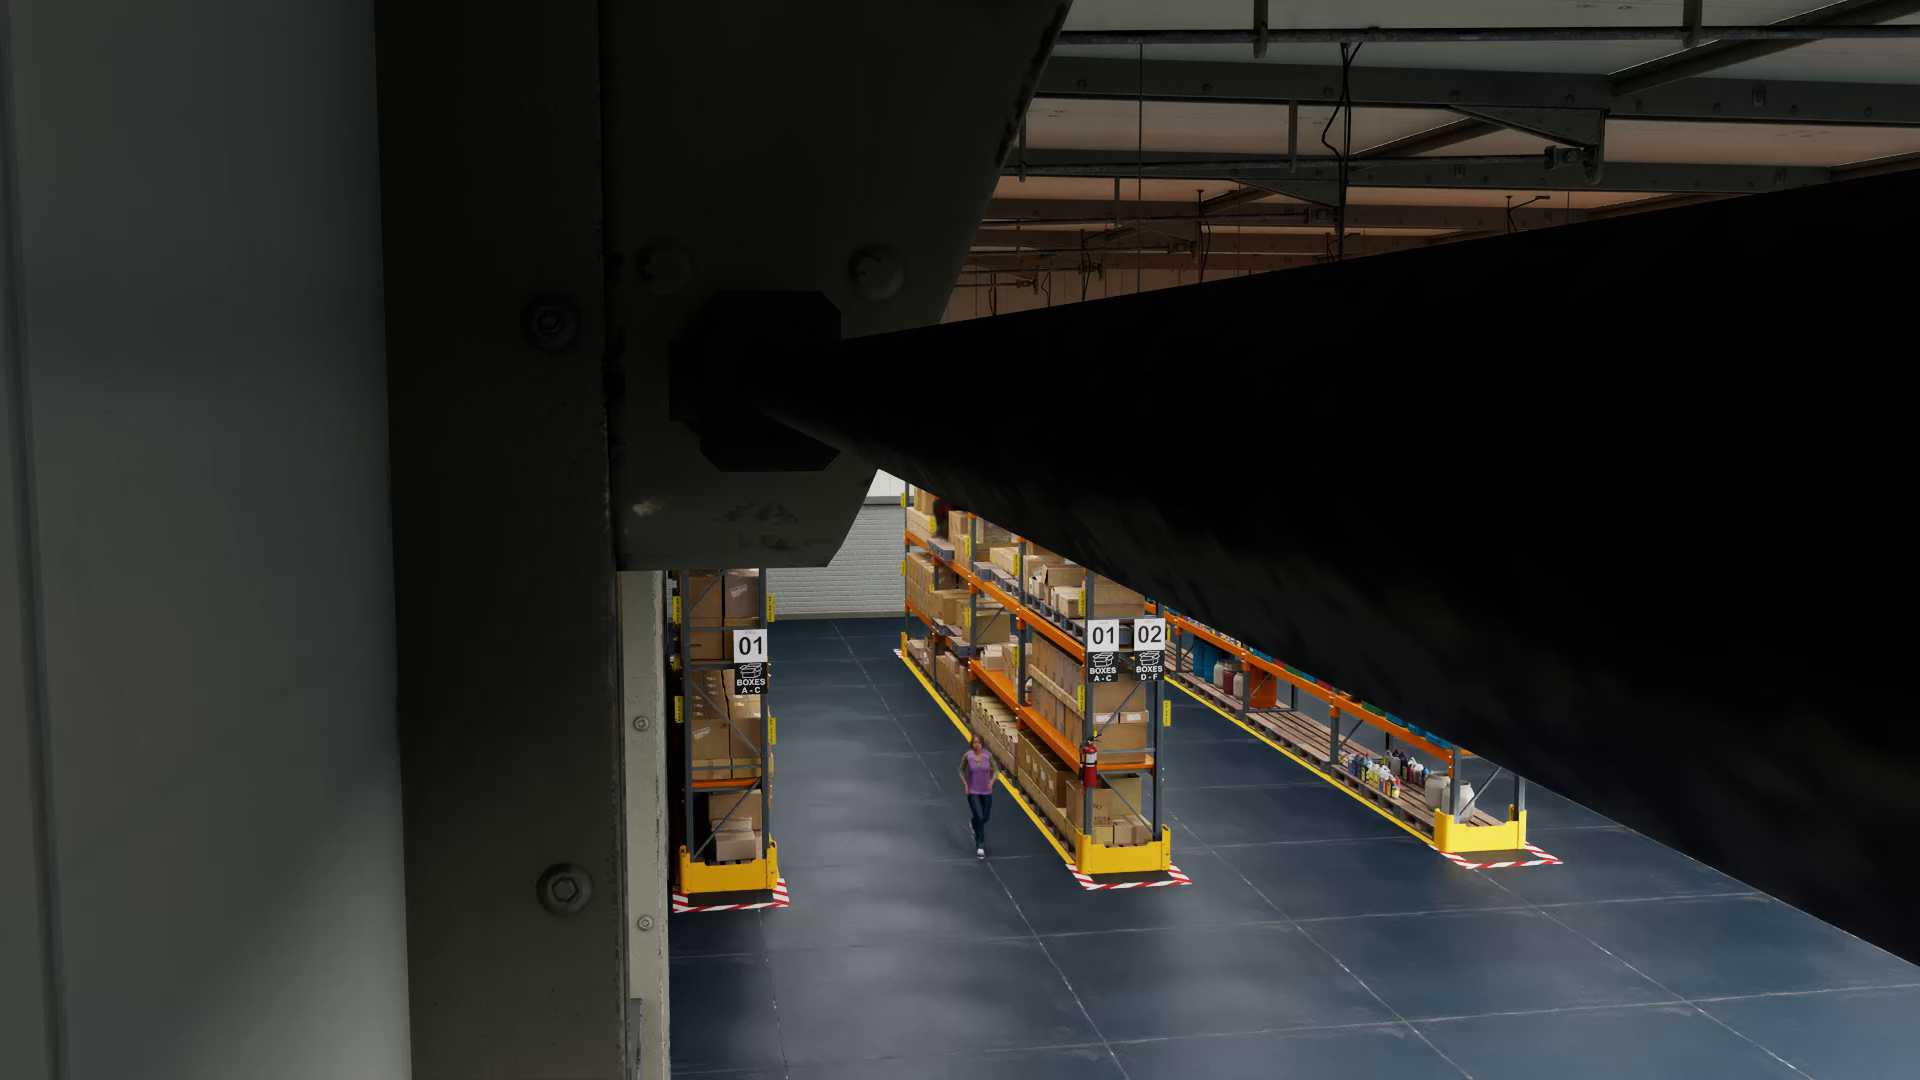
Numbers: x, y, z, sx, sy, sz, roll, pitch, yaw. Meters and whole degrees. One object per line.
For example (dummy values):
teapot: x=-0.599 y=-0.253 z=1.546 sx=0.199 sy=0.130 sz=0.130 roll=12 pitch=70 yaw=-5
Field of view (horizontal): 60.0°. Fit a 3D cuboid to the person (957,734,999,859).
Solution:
person: x=0.239 y=3.305 z=21.745 sx=0.533 sy=1.590 sz=0.697 roll=-1 pitch=6 yaw=-9
